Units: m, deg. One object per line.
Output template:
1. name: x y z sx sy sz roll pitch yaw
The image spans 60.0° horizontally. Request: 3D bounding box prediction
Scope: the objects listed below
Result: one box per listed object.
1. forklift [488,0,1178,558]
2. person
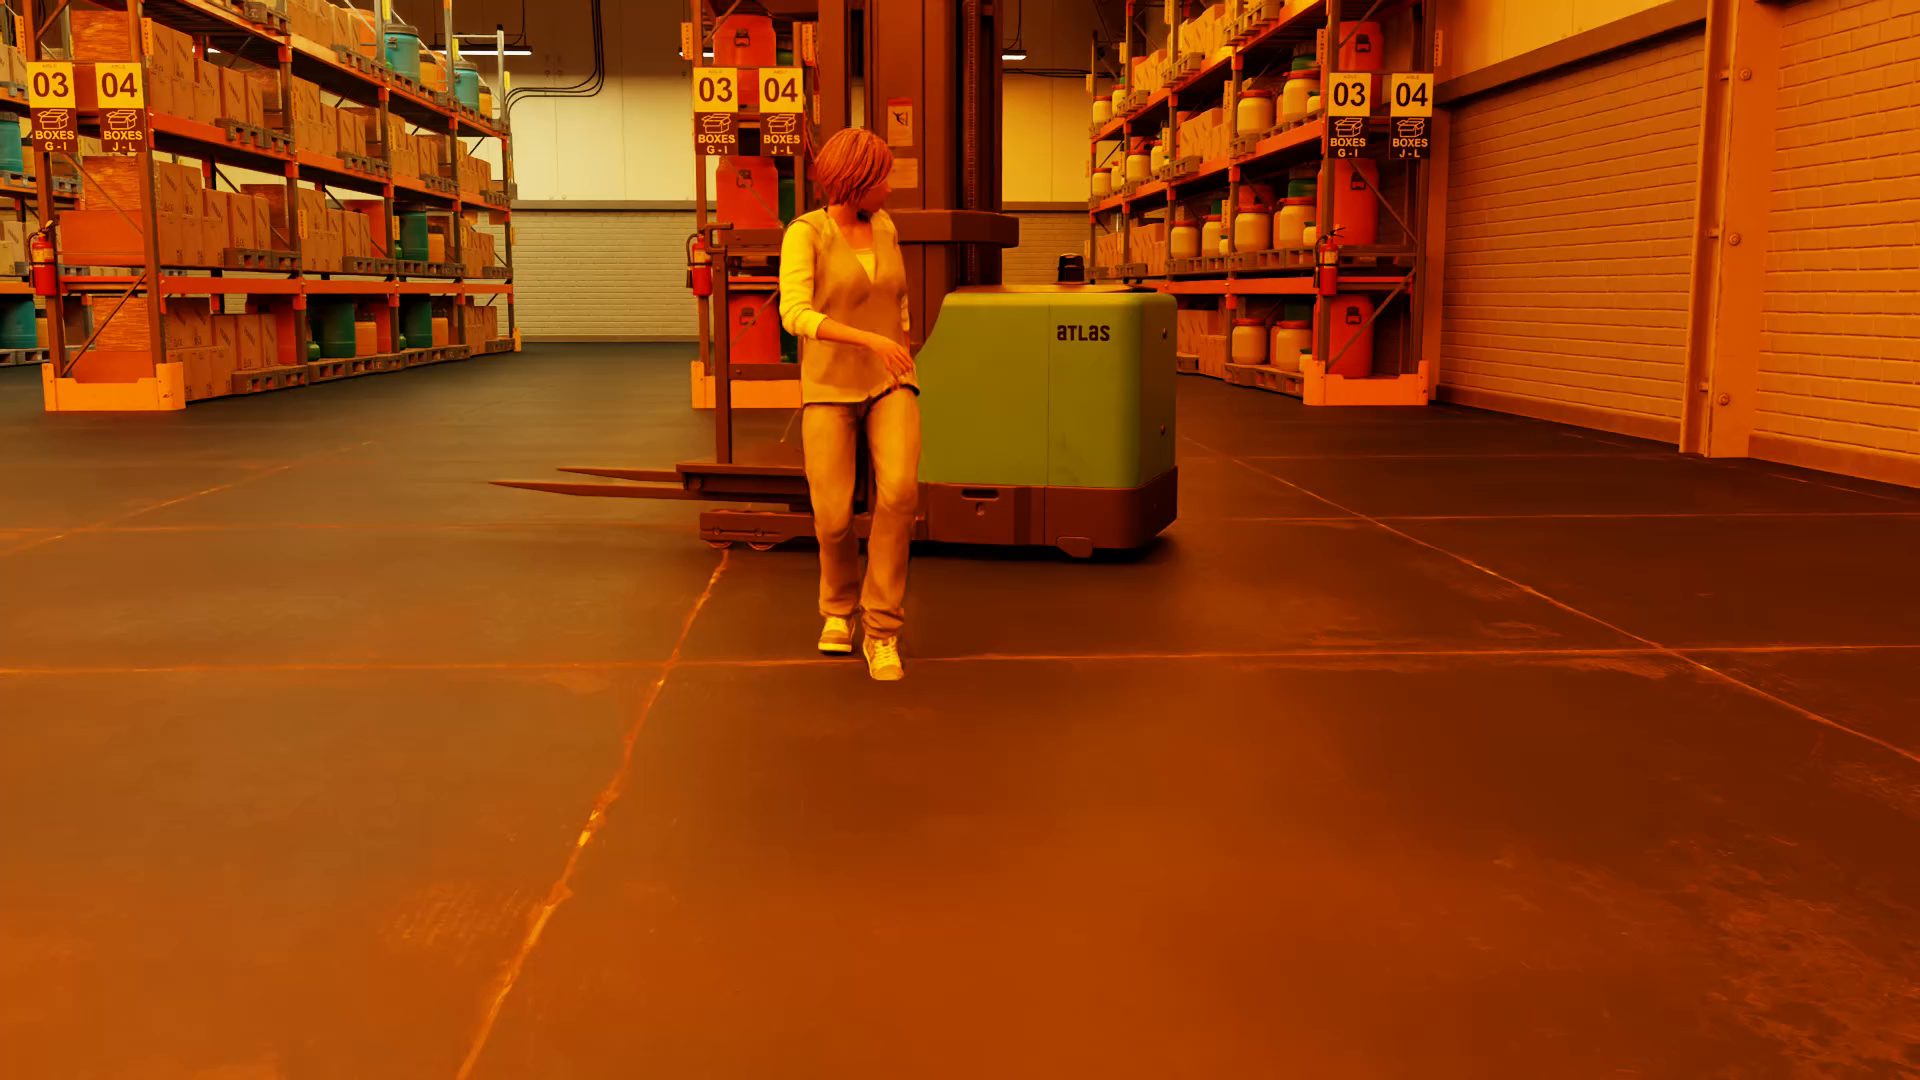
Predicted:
1. forklift: -0.602 -1.476 7.271 3.031 2.935 1.130 2 9 16
2. person: -0.310 -0.388 4.871 0.476 1.583 0.726 -2 9 -15
